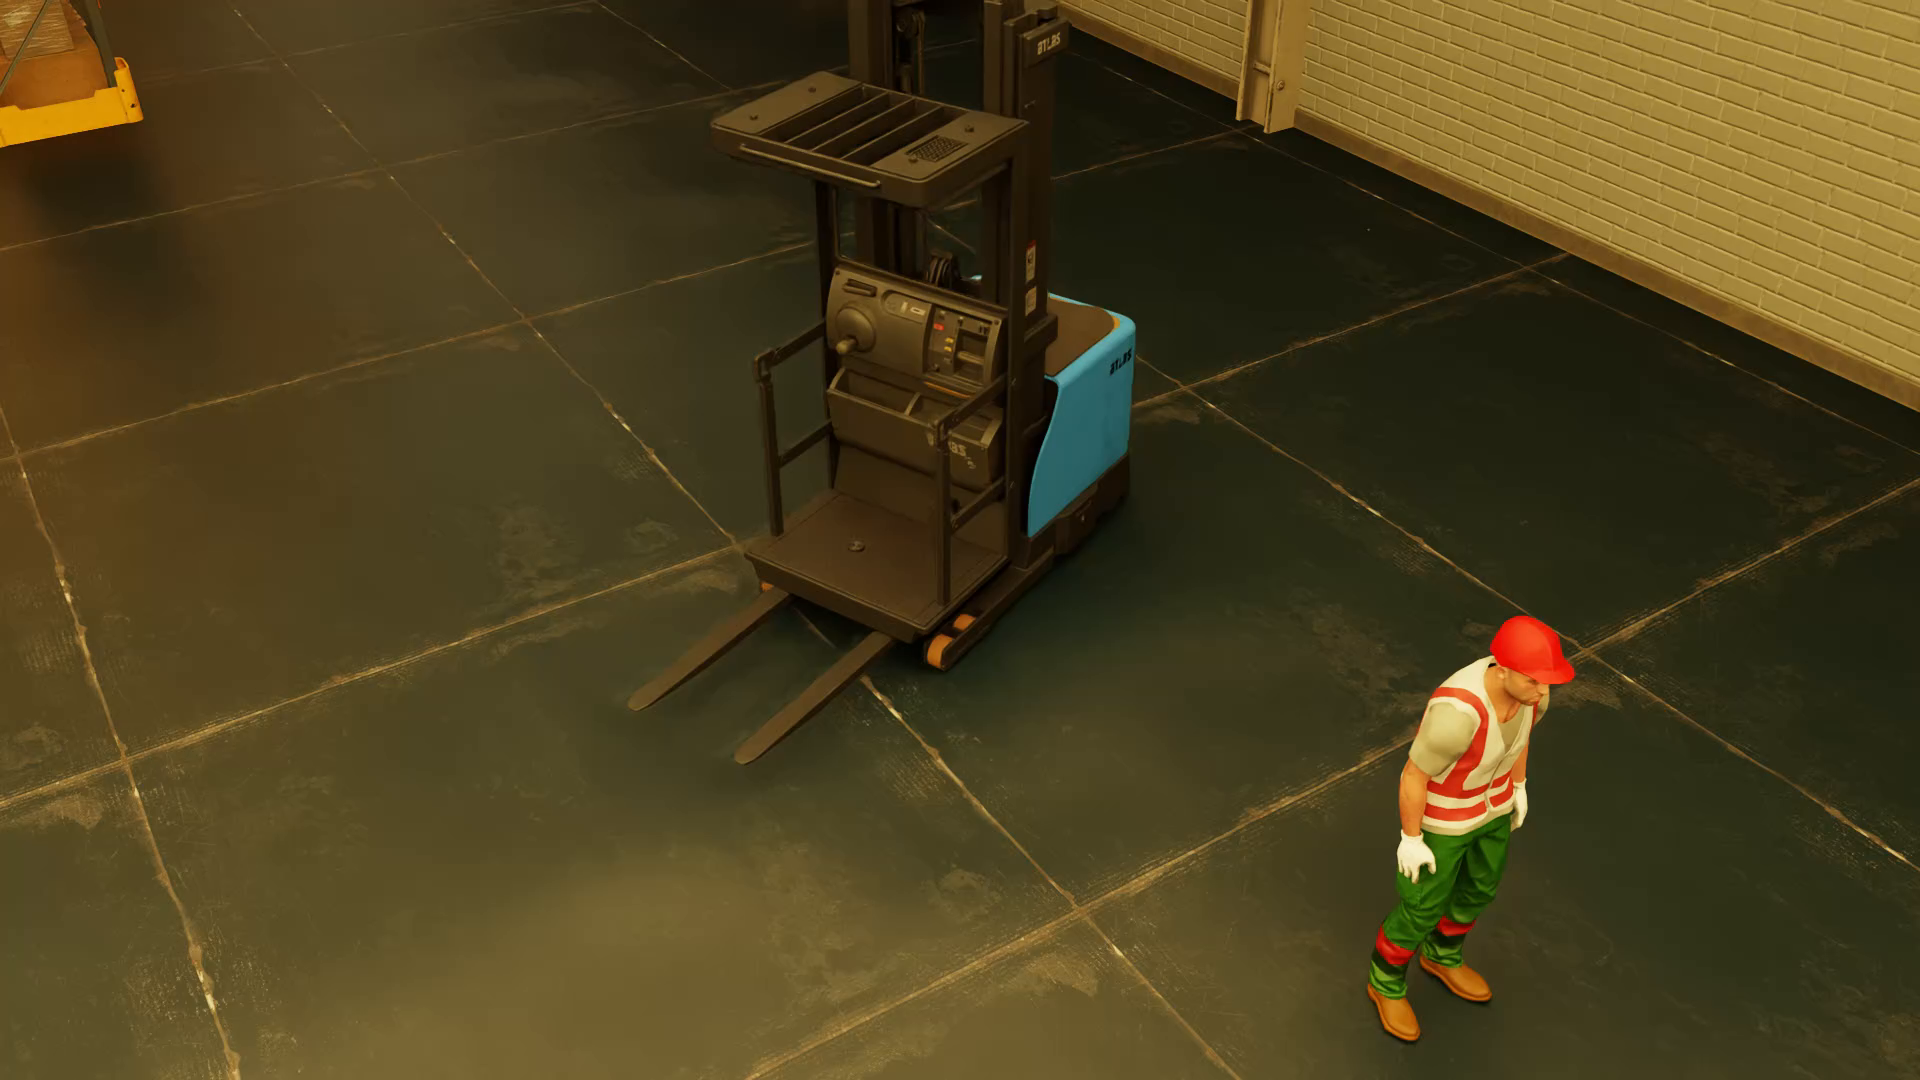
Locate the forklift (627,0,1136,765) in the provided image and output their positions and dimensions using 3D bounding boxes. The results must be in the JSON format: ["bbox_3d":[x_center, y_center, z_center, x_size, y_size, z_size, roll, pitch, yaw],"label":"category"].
[{"bbox_3d":[-0.335,-0.902,7.431,1.130,2.935,3.031,21,40,27],"label":"forklift"}]

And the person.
[{"bbox_3d":[1.758,0.968,5.778,0.607,1.777,0.453,-19,39,-25],"label":"person"}]
